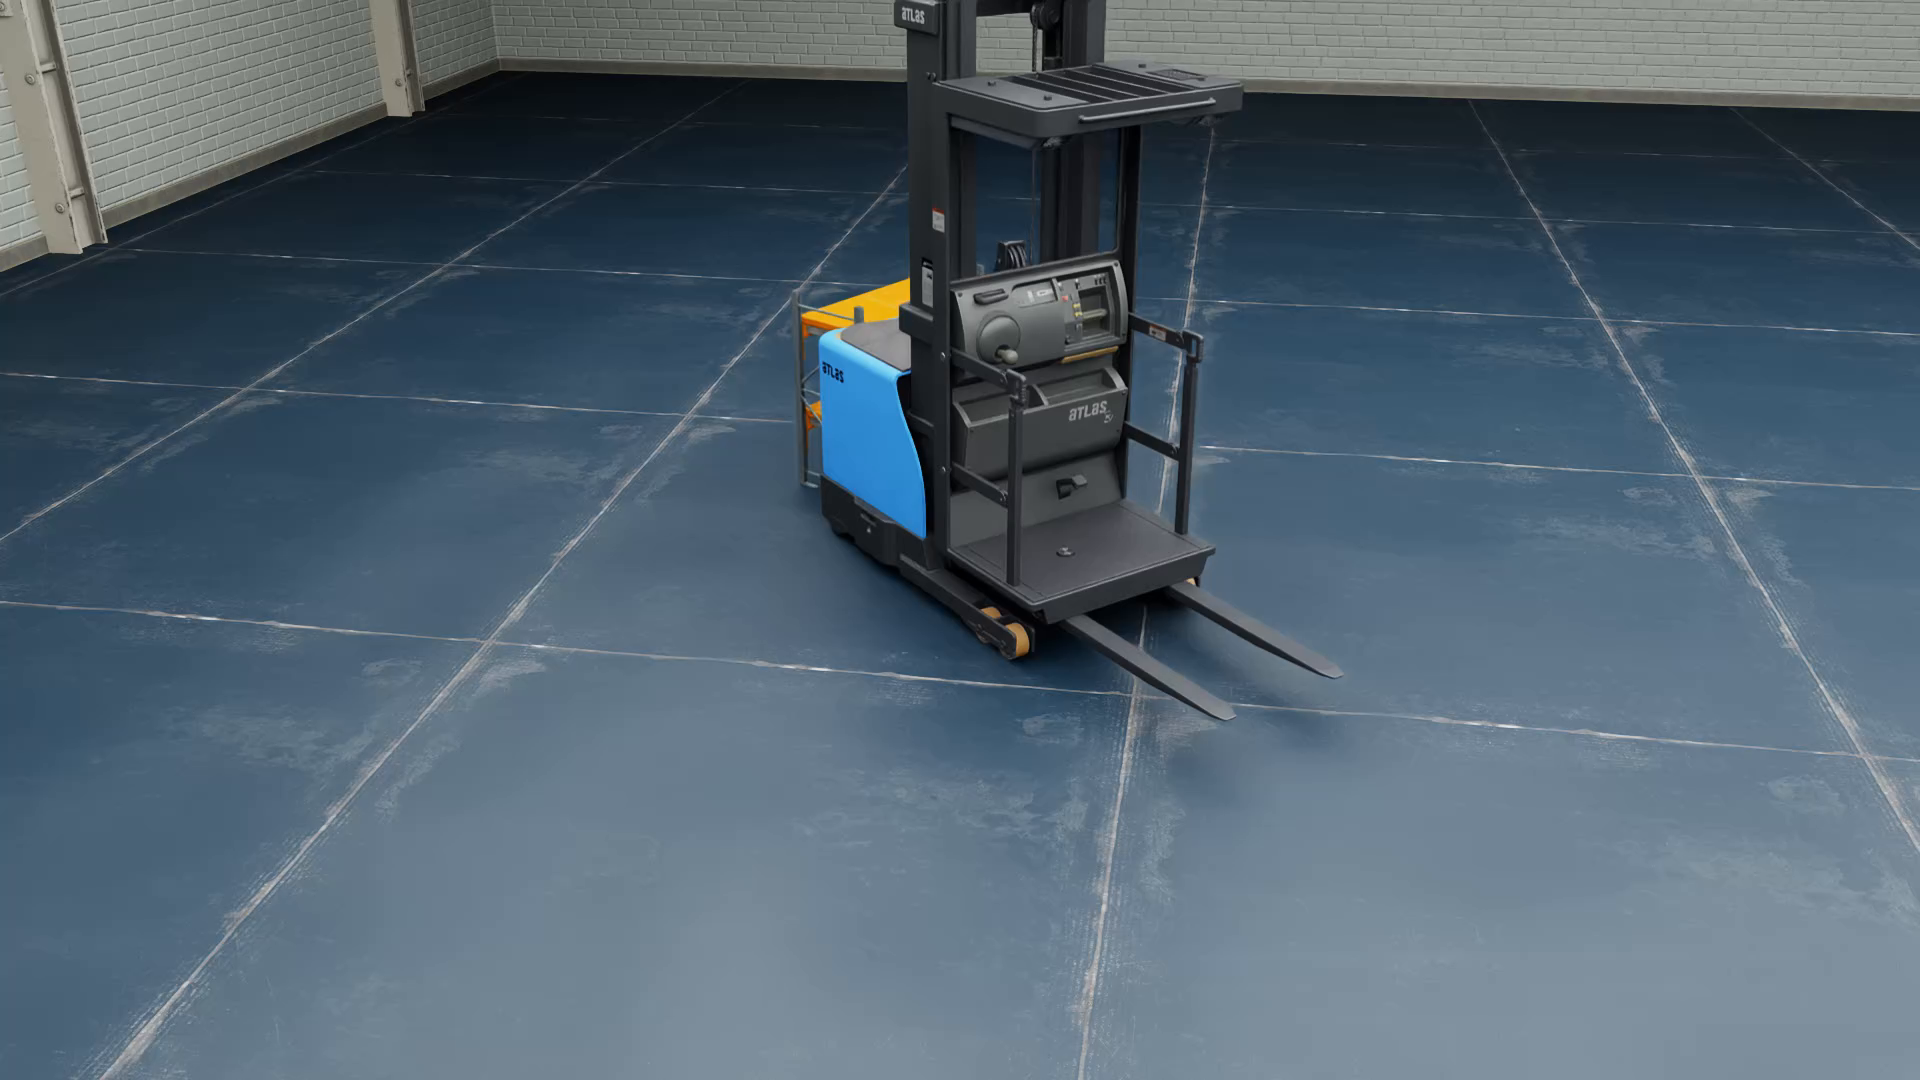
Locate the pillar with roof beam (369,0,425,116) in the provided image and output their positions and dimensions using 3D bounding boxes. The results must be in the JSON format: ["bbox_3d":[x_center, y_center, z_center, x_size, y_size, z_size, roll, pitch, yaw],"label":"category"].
[{"bbox_3d":[-2.220,-8.759,16.848,9.100,9.000,0.400,4,25,9],"label":"pillar with roof beam"}]

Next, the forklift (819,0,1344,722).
[{"bbox_3d":[0.500,-1.012,7.454,1.130,2.935,3.031,-16,29,-30],"label":"forklift"}]

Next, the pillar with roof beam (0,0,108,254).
[{"bbox_3d":[-3.201,-6.250,11.487,9.100,9.000,0.400,4,25,9],"label":"pillar with roof beam"}]

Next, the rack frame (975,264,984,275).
[{"bbox_3d":[-0.069,-1.107,9.789,0.500,1.125,0.032,19,31,35],"label":"rack frame"}]

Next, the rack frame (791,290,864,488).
[{"bbox_3d":[-0.708,-0.772,9.073,0.500,1.125,0.032,19,31,35],"label":"rack frame"}]

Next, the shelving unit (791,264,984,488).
[{"bbox_3d":[-0.388,-0.940,9.431,0.538,1.125,1.048,19,31,35],"label":"shelving unit"}]

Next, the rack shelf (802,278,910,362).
[{"bbox_3d":[-0.388,-1.205,9.307,0.538,0.278,1.000,19,31,35],"label":"rack shelf"}]

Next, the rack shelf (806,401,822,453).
[{"bbox_3d":[-0.388,-0.718,9.535,0.538,0.278,1.000,19,31,35],"label":"rack shelf"}]
